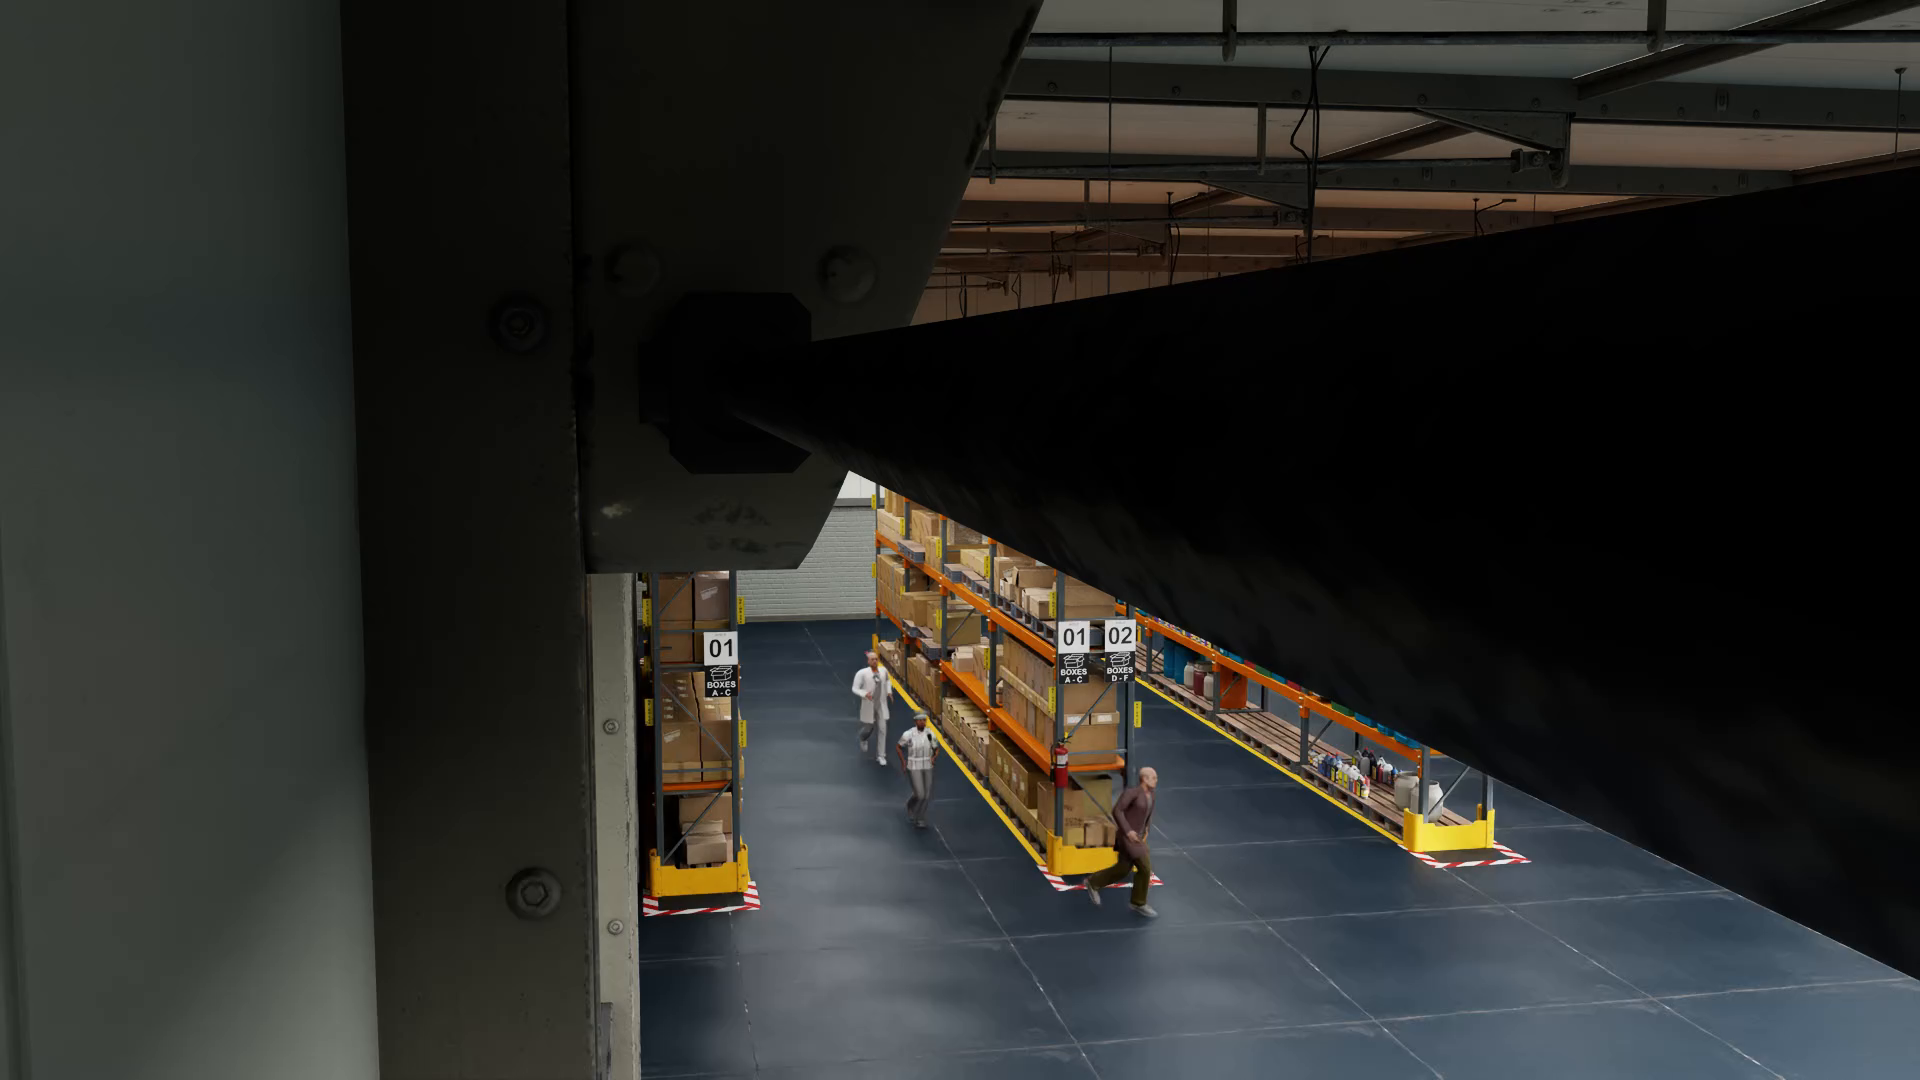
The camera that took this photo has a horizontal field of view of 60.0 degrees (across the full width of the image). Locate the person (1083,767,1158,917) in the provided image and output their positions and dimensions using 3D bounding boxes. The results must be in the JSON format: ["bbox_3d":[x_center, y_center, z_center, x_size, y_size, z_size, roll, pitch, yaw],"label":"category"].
[{"bbox_3d":[1.911,3.491,19.516,0.946,1.729,0.689,3,7,27],"label":"person"}]

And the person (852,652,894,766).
[{"bbox_3d":[-1.380,2.733,26.832,0.718,1.676,0.961,-2,6,-21],"label":"person"}]

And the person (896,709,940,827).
[{"bbox_3d":[-0.531,3.154,22.913,0.574,1.653,0.556,-2,6,-22],"label":"person"}]
